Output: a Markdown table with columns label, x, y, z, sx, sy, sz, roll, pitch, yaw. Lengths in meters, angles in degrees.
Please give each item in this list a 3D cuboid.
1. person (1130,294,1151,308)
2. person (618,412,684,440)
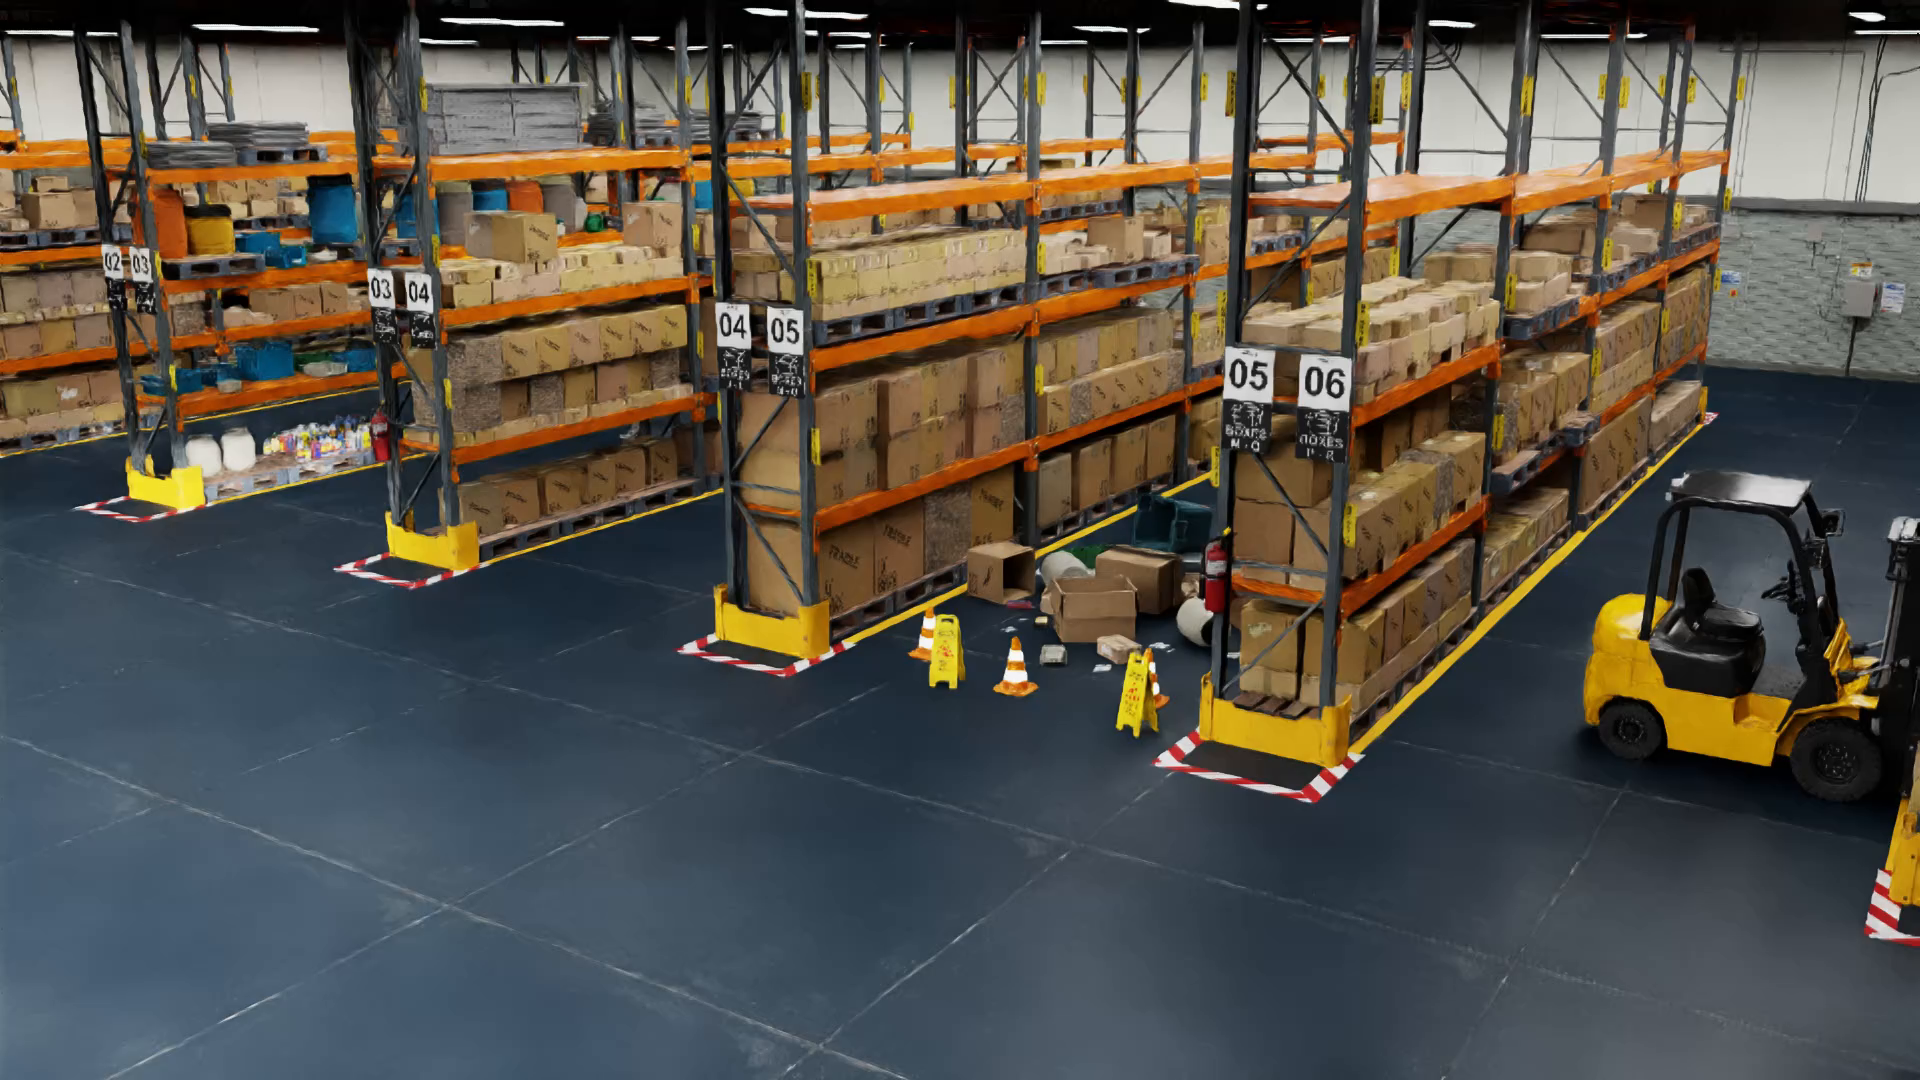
| label | x | y | z | sx | sy | sz | roll | pitch | yaw |
| --- | --- | --- | --- | --- | --- | --- | --- | --- | --- |
| person | 3.047 | -3.559 | 28.825 | 0.677 | 1.726 | 0.574 | 9 | 18 | 29 |
| person | -4.494 | -2.291 | 24.240 | 0.570 | 1.708 | 1.039 | 13 | 20 | 40 |
